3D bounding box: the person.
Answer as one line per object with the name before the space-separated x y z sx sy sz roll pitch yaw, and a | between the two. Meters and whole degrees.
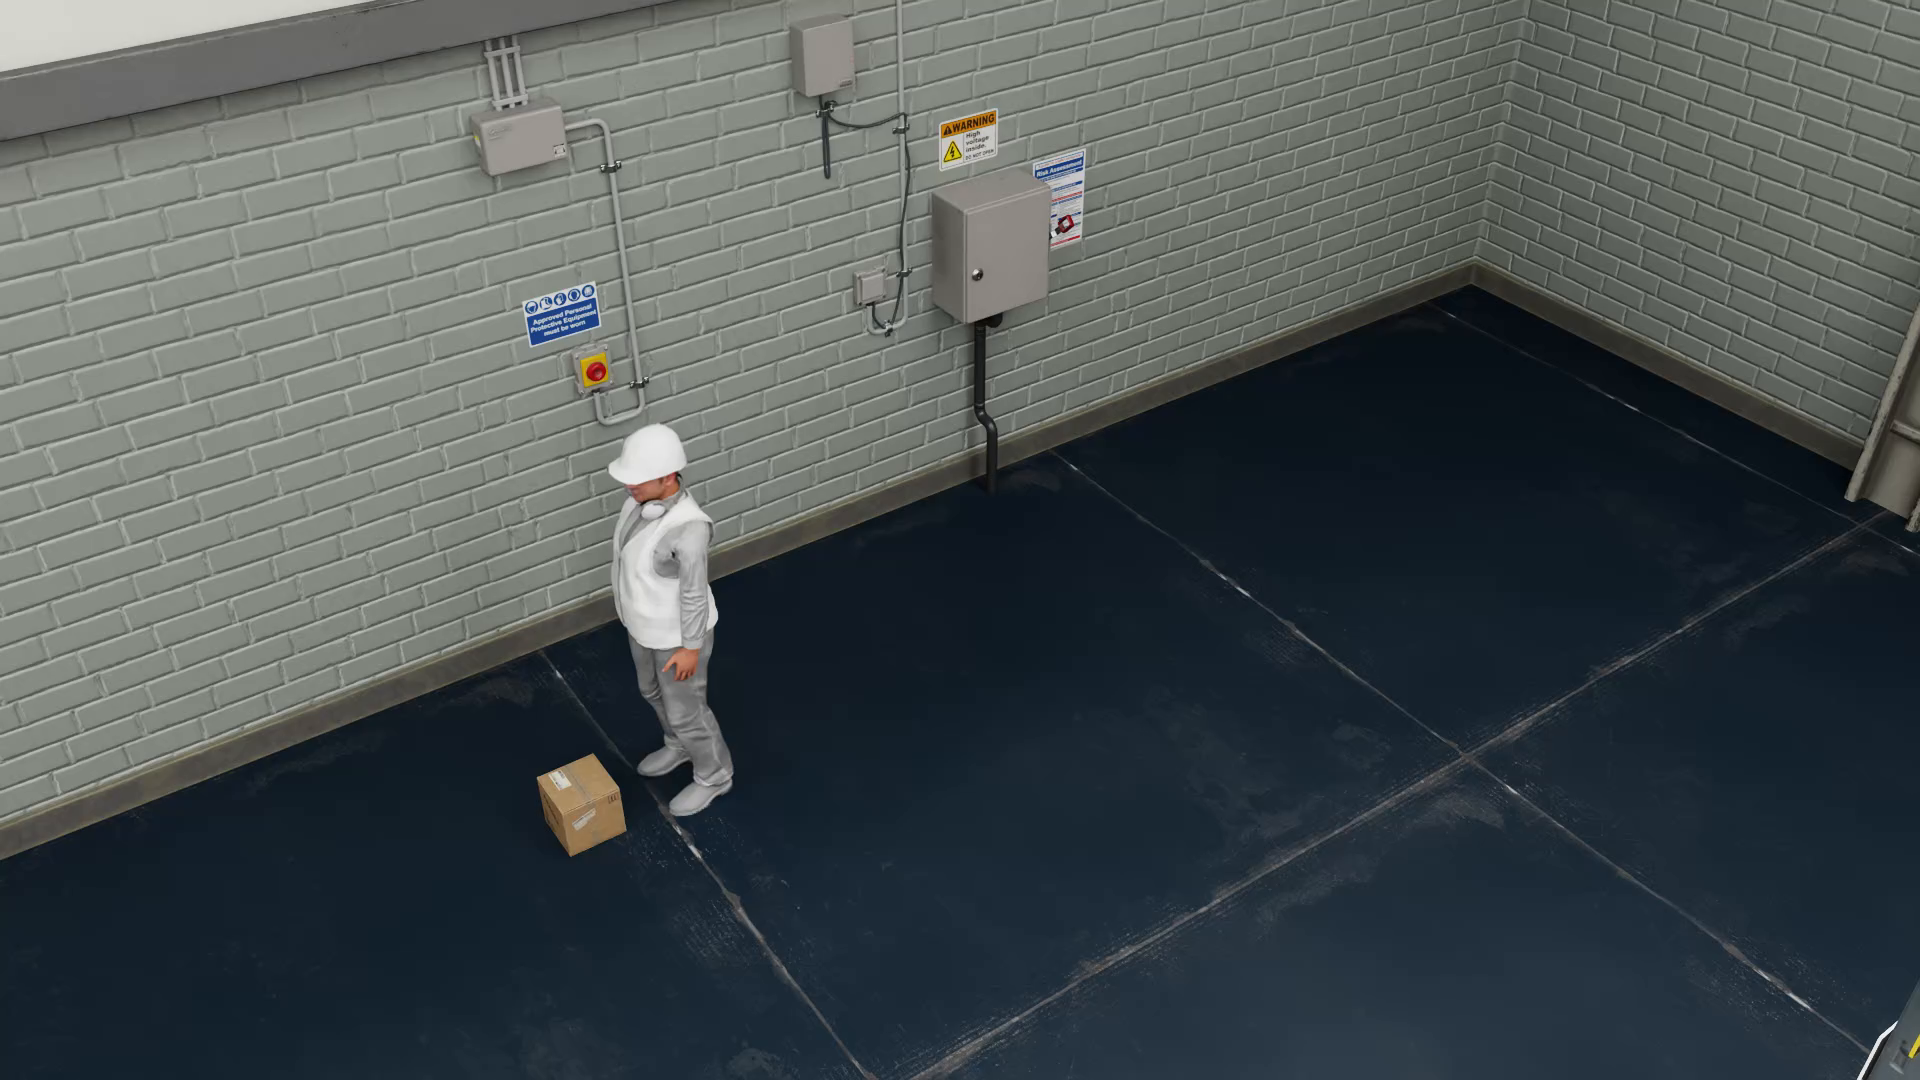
person | -1.151 0.323 6.555 0.353 1.778 0.532 -22 41 -27
